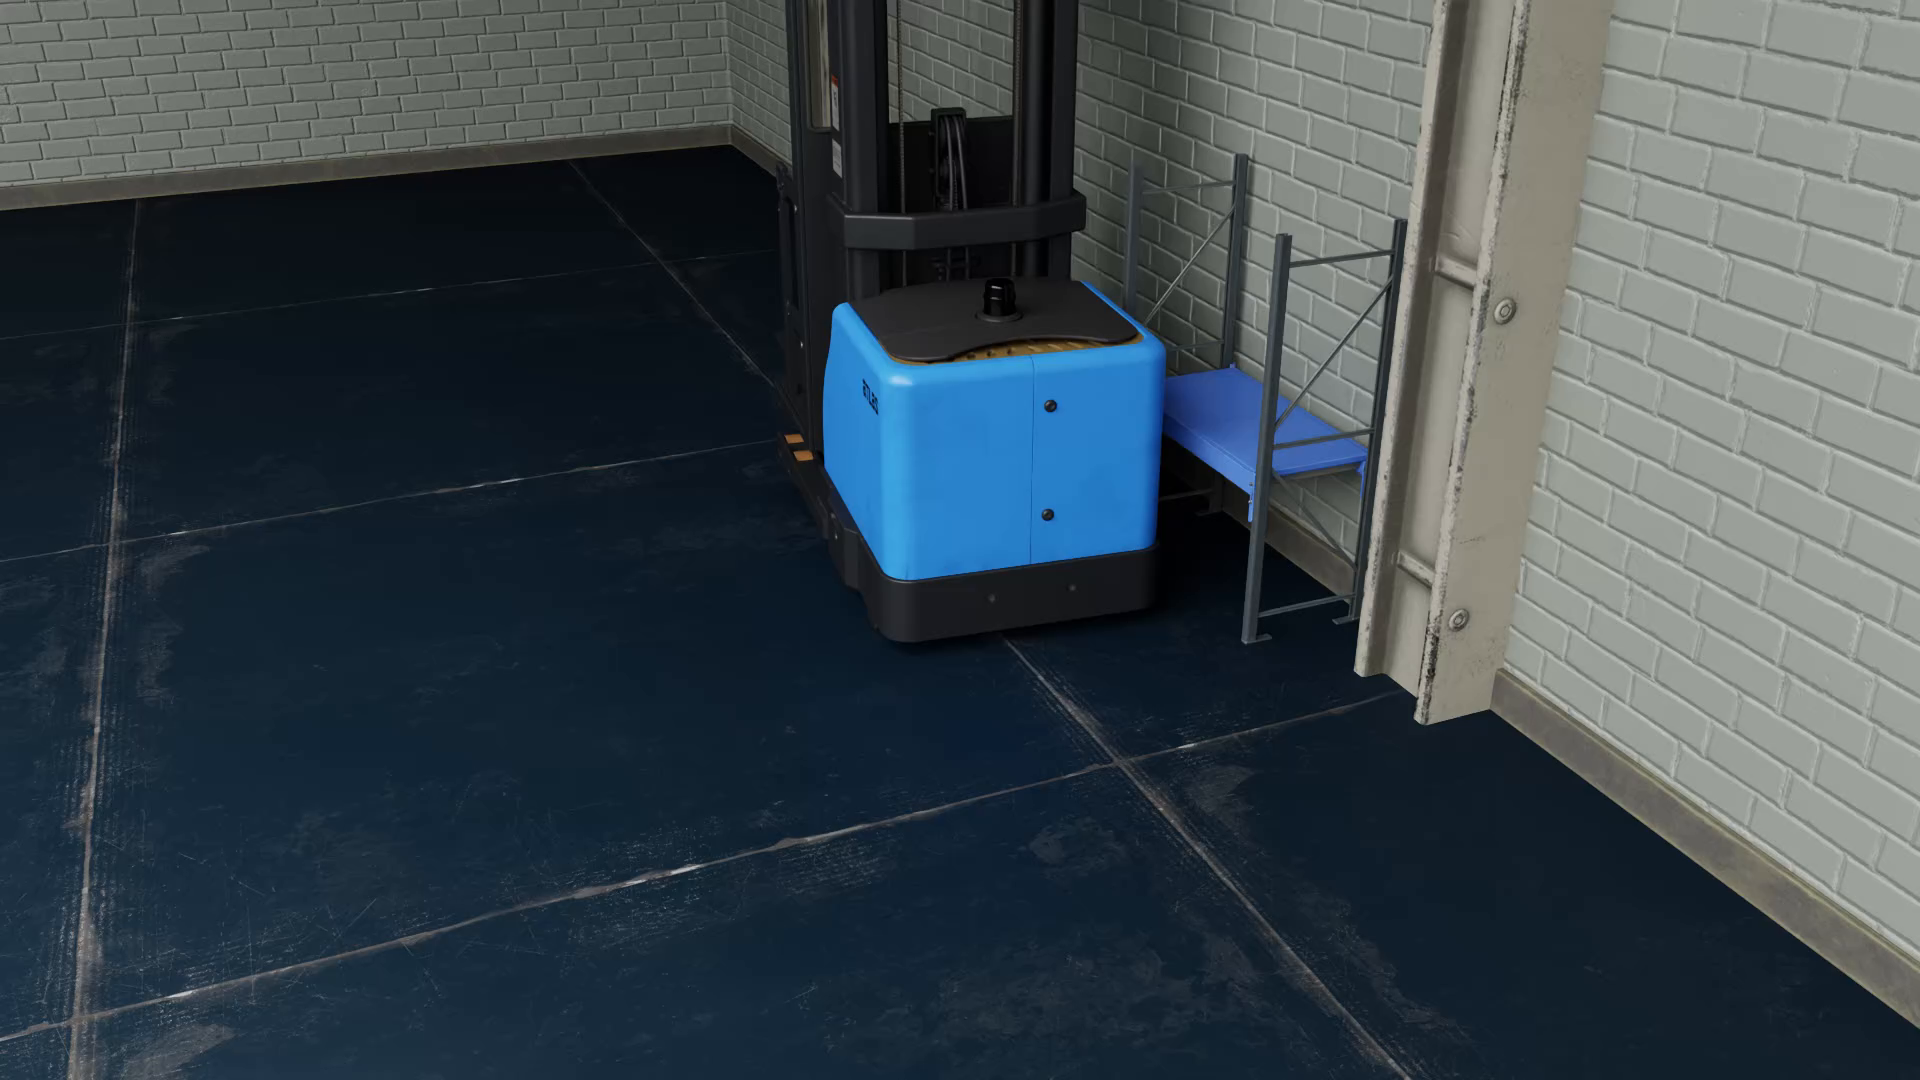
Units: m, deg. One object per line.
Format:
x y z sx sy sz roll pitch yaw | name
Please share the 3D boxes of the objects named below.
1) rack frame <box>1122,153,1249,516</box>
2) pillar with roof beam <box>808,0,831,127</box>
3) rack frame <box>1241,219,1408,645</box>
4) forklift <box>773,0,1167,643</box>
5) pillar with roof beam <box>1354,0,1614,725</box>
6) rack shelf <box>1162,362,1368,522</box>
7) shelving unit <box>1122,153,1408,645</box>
0.863 -0.757 6.591 0.500 1.500 0.032 -10 28 -20 | rack frame
-4.717 -5.219 7.183 9.100 9.000 0.400 -11 28 -21 | pillar with roof beam
1.252 -0.345 5.747 0.500 1.500 0.032 -10 28 -20 | rack frame
-0.179 -1.582 6.649 1.130 2.935 3.031 -7 27 -15 | forklift
-2.367 -2.797 2.222 9.100 9.000 0.400 -11 28 -21 | pillar with roof beam
1.057 -0.389 6.248 0.538 0.185 1.000 -10 28 -20 | rack shelf
1.057 -0.551 6.169 0.538 1.500 1.048 -10 28 -20 | shelving unit
